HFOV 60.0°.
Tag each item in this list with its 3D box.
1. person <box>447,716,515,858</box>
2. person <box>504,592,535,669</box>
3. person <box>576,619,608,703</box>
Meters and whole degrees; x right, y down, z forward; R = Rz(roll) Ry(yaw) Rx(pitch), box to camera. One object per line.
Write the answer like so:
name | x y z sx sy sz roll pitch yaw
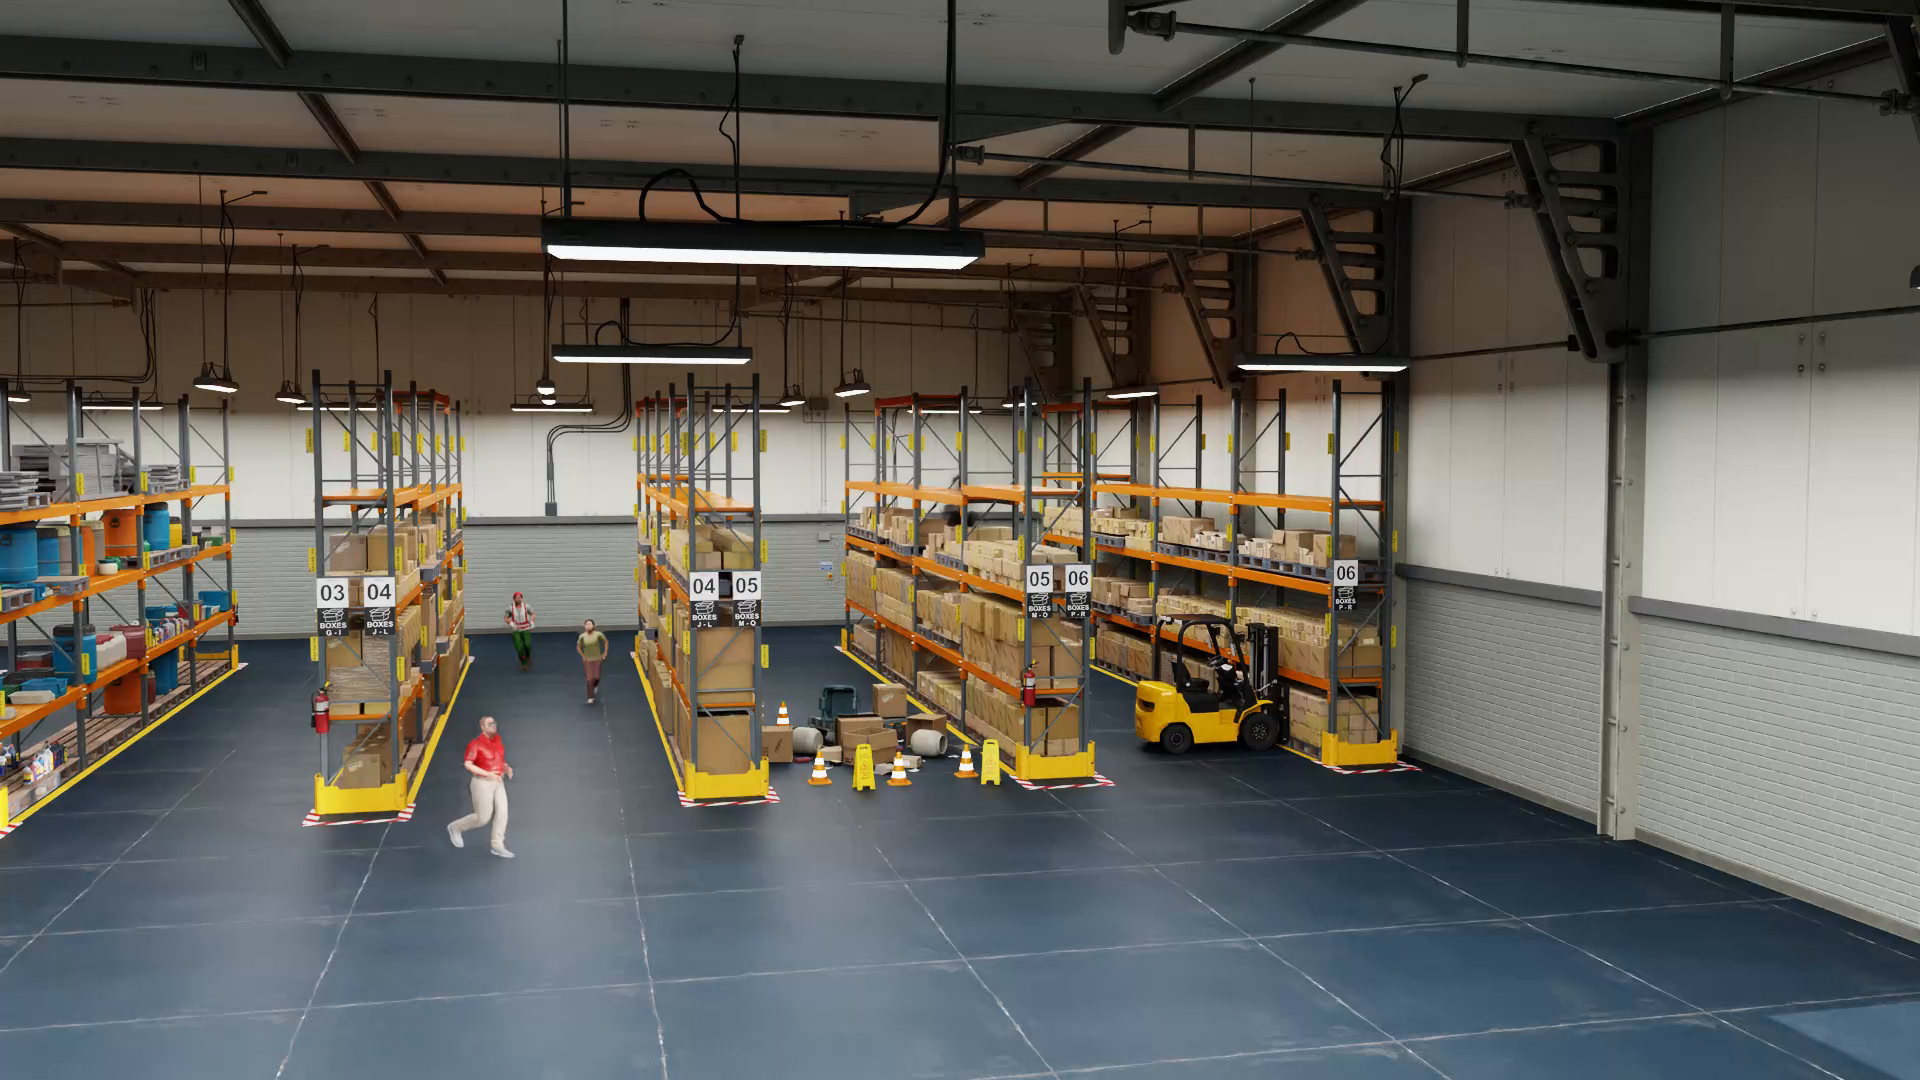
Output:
person | -5.793 2.994 20.263 0.844 1.727 0.670 1 4 24
person | -9.746 2.006 36.815 0.665 1.735 0.535 -1 3 -16
person | -7.124 2.338 32.207 0.597 1.631 0.613 0 3 -8
